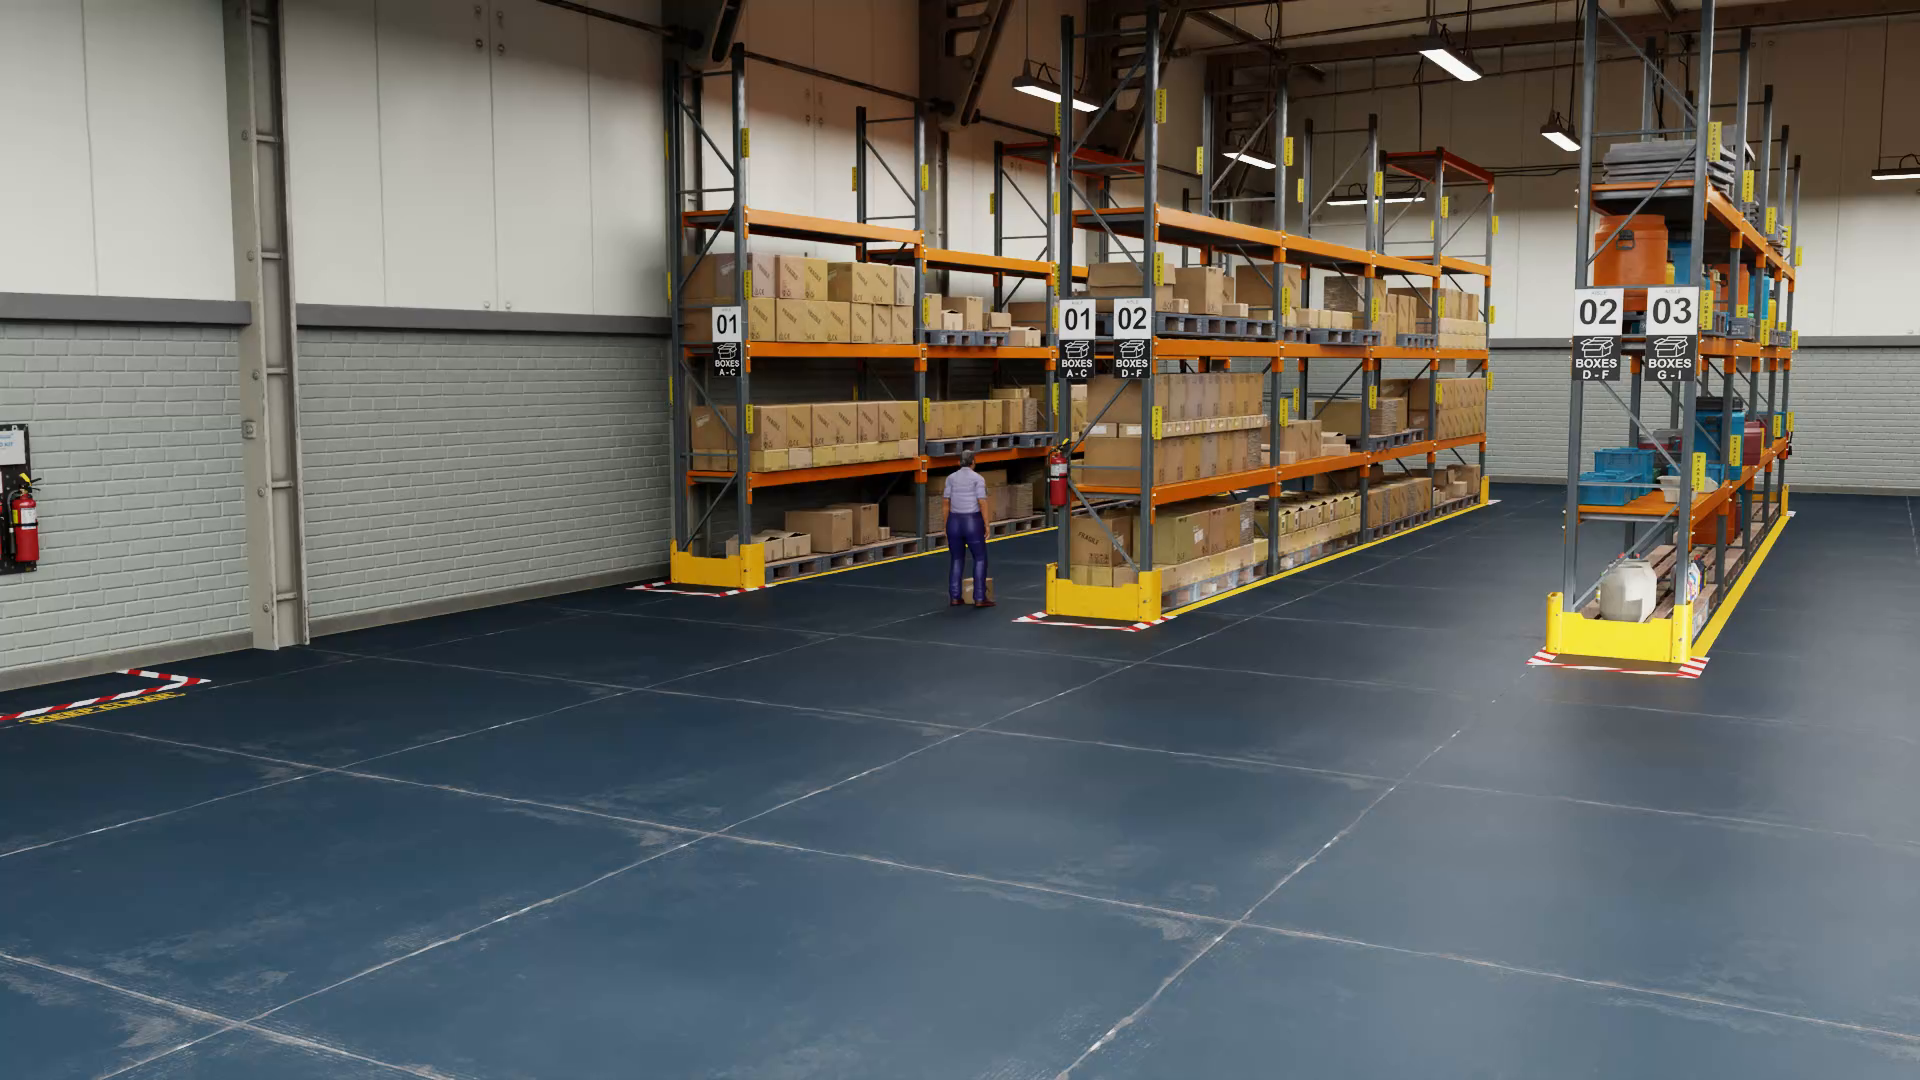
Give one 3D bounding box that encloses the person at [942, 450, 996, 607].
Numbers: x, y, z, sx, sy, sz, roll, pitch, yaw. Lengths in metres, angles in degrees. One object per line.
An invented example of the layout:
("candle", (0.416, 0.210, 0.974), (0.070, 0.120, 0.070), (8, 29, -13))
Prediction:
("person", (0.080, -0.126, 17.599), (0.564, 1.651, 0.375), (3, 7, 25))
